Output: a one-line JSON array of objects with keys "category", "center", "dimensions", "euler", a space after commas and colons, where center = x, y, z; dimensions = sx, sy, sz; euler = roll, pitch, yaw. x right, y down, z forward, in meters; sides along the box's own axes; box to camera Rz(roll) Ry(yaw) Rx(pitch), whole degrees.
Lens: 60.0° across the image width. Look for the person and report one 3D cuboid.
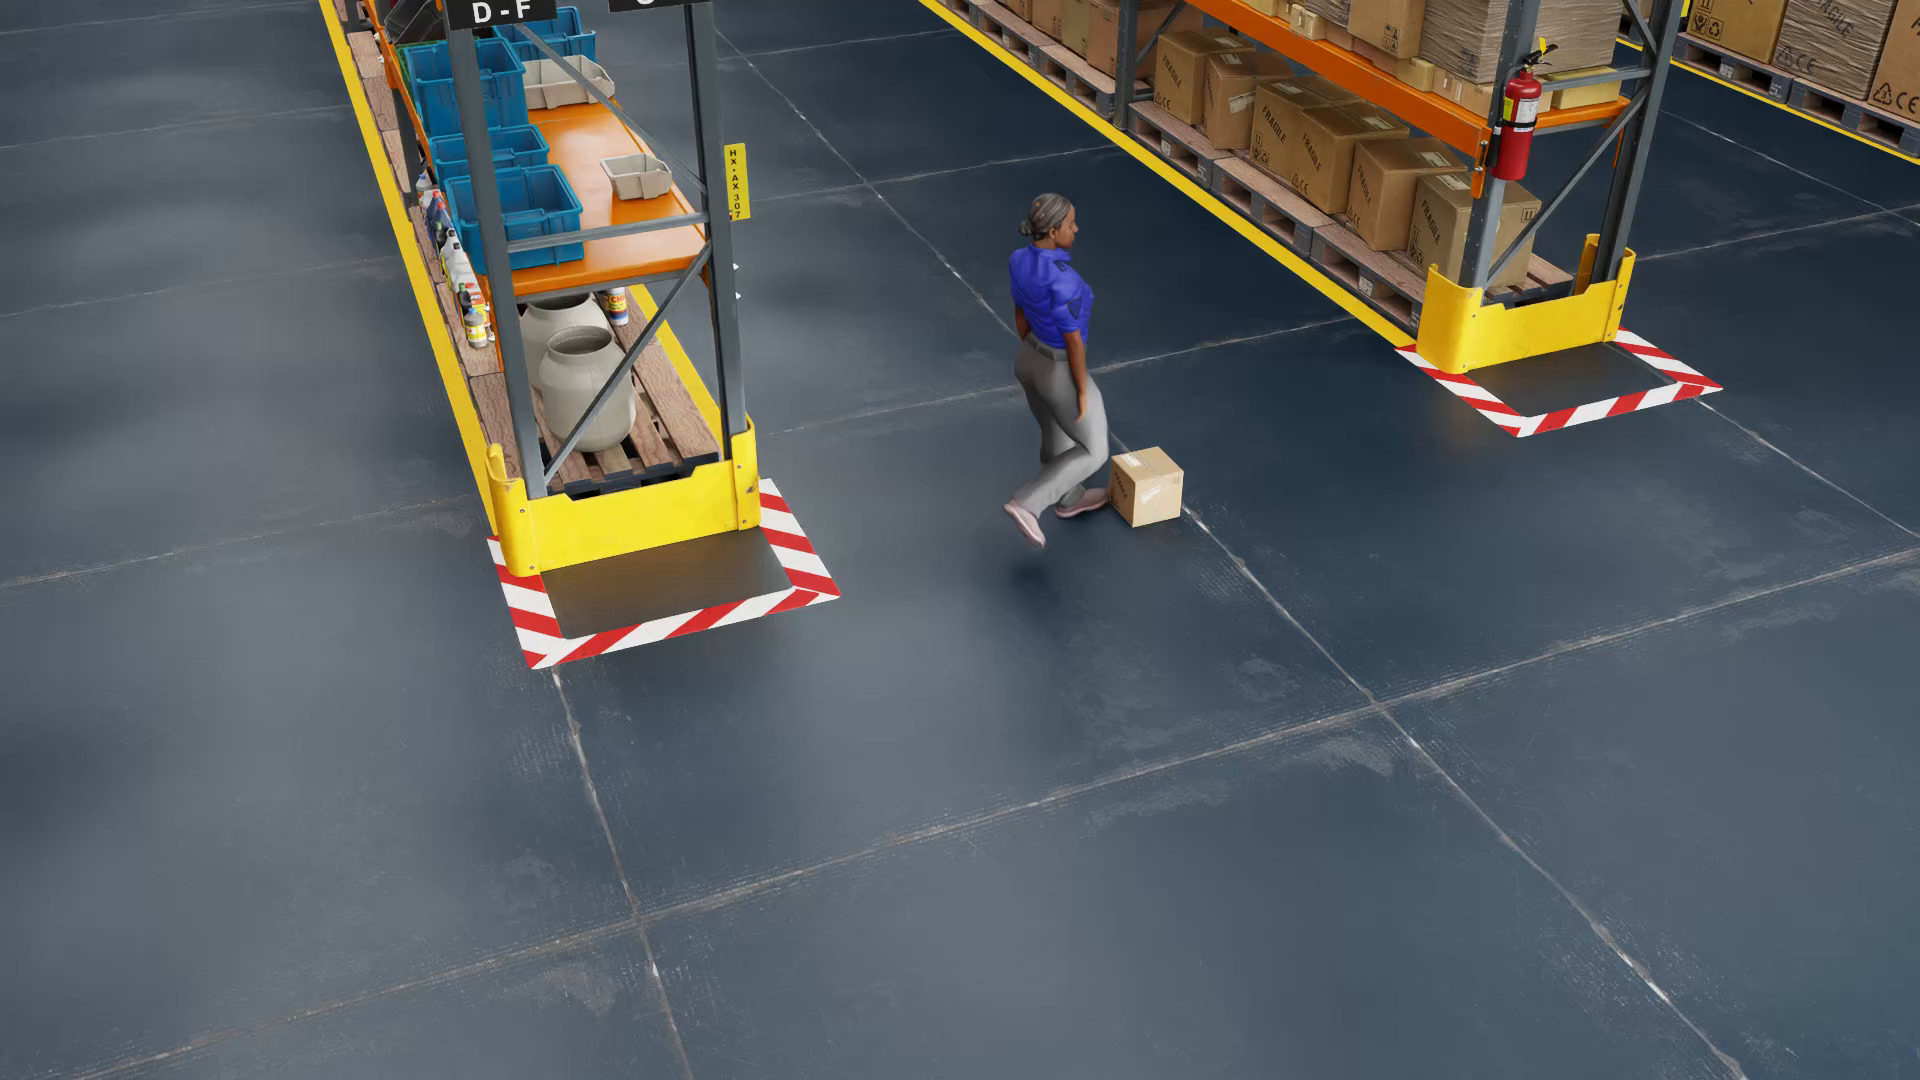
[{"category": "person", "center": [0.411, -0.719, 7.291], "dimensions": [0.394, 1.600, 0.461], "euler": [-12, 36, -18]}]
